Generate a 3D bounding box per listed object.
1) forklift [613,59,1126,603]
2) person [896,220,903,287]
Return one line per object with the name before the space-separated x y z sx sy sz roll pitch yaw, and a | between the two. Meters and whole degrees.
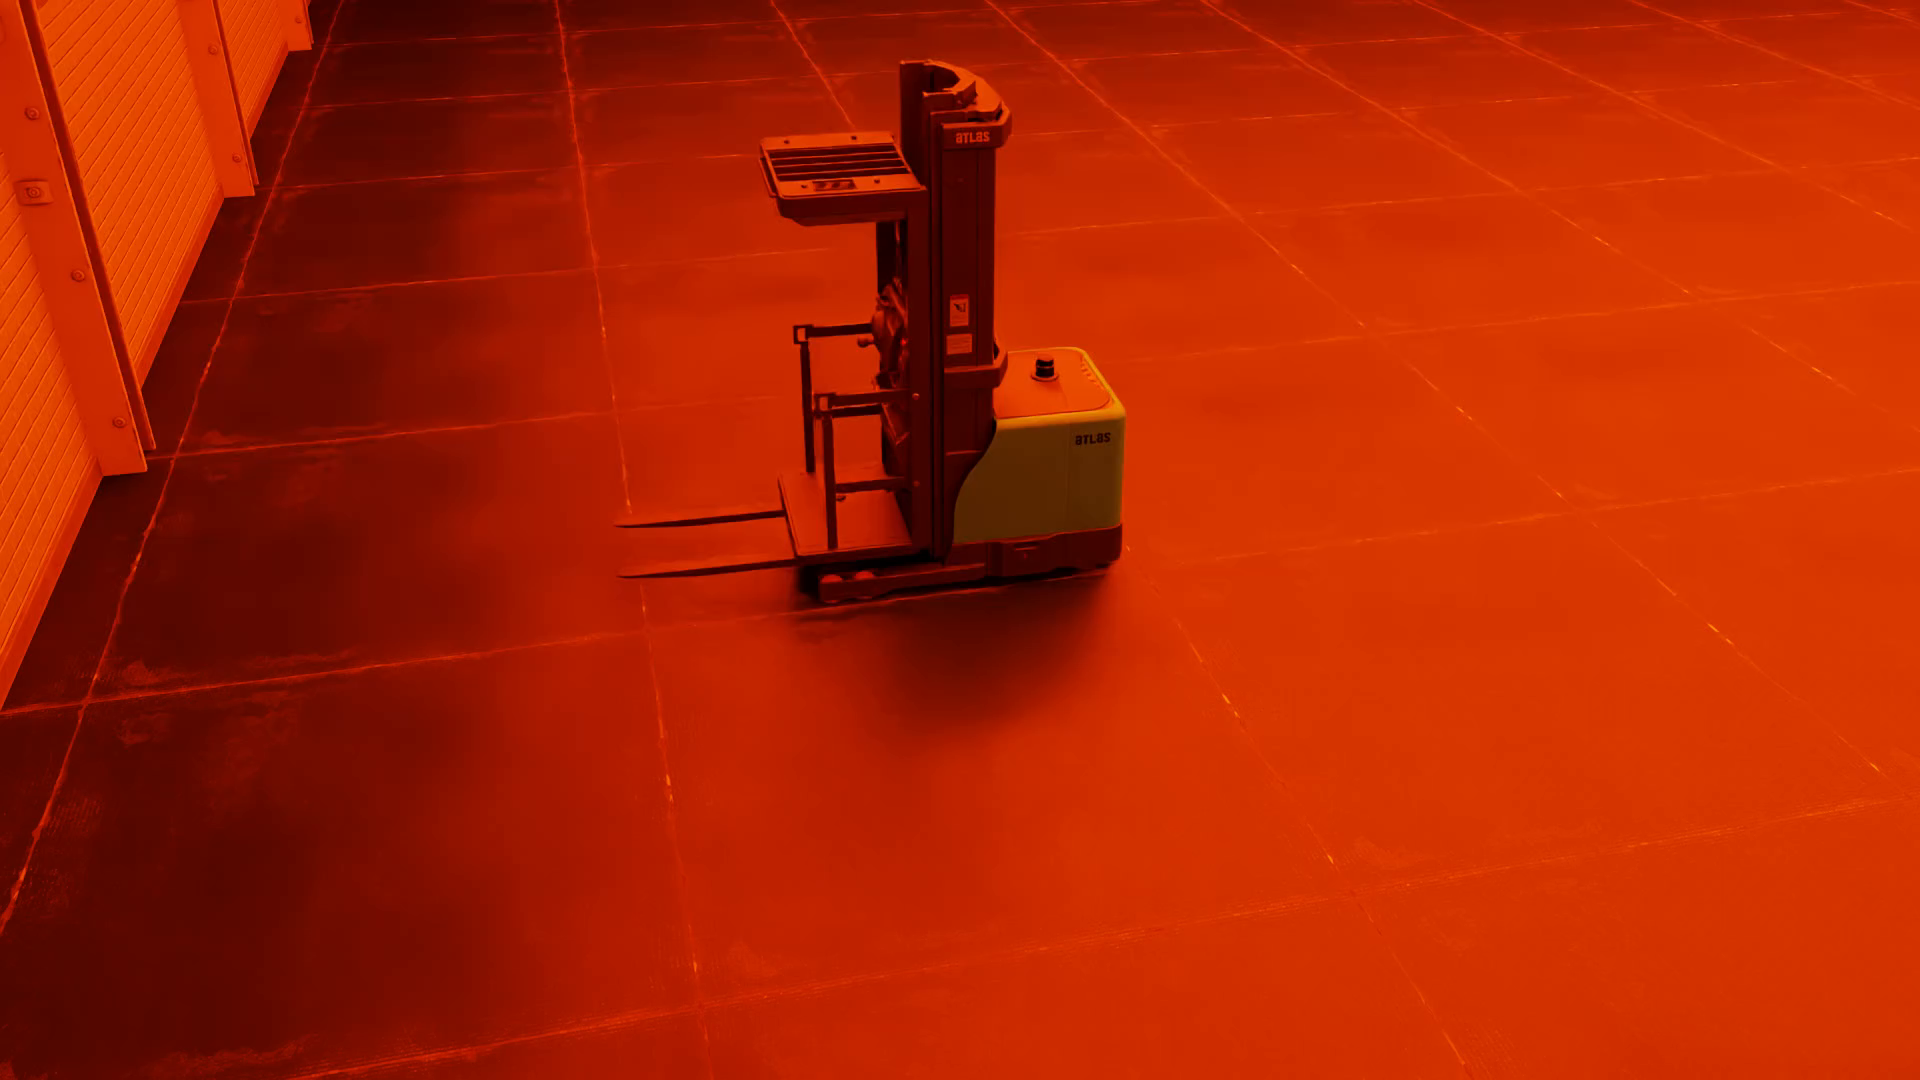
forklift | -0.586 -1.182 9.616 3.031 2.935 1.130 -6 31 -10
person | -0.316 -2.387 12.907 0.616 1.800 0.542 -2 30 -3
